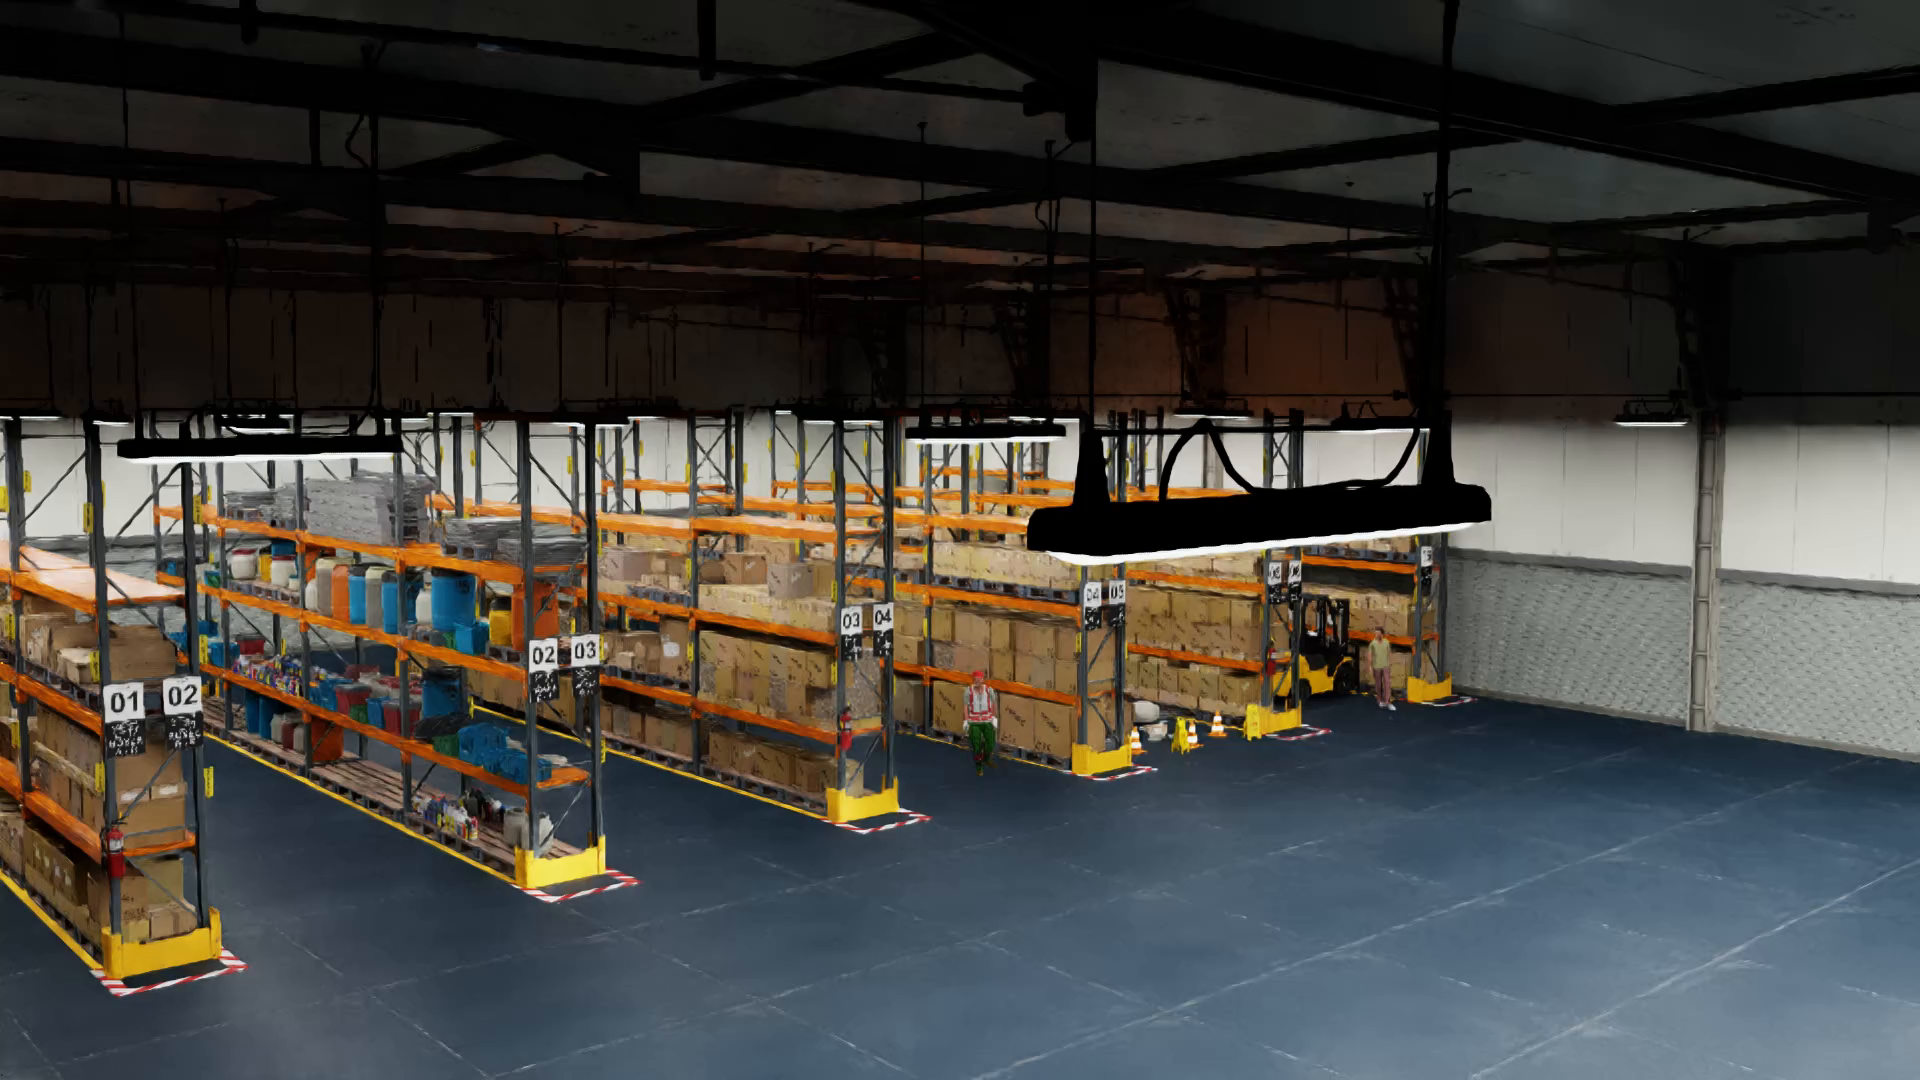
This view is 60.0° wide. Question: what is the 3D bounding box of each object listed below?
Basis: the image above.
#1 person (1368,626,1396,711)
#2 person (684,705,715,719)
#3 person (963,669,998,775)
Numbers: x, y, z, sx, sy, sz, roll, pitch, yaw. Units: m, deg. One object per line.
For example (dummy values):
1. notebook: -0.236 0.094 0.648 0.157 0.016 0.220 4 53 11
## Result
1. person: 8.489 2.562 33.474 0.568 1.674 0.494 1 5 12
2. person: -5.108 2.628 32.504 0.734 1.697 0.856 -4 6 -36
3. person: 0.340 3.016 27.706 0.588 1.779 0.576 0 5 -5
